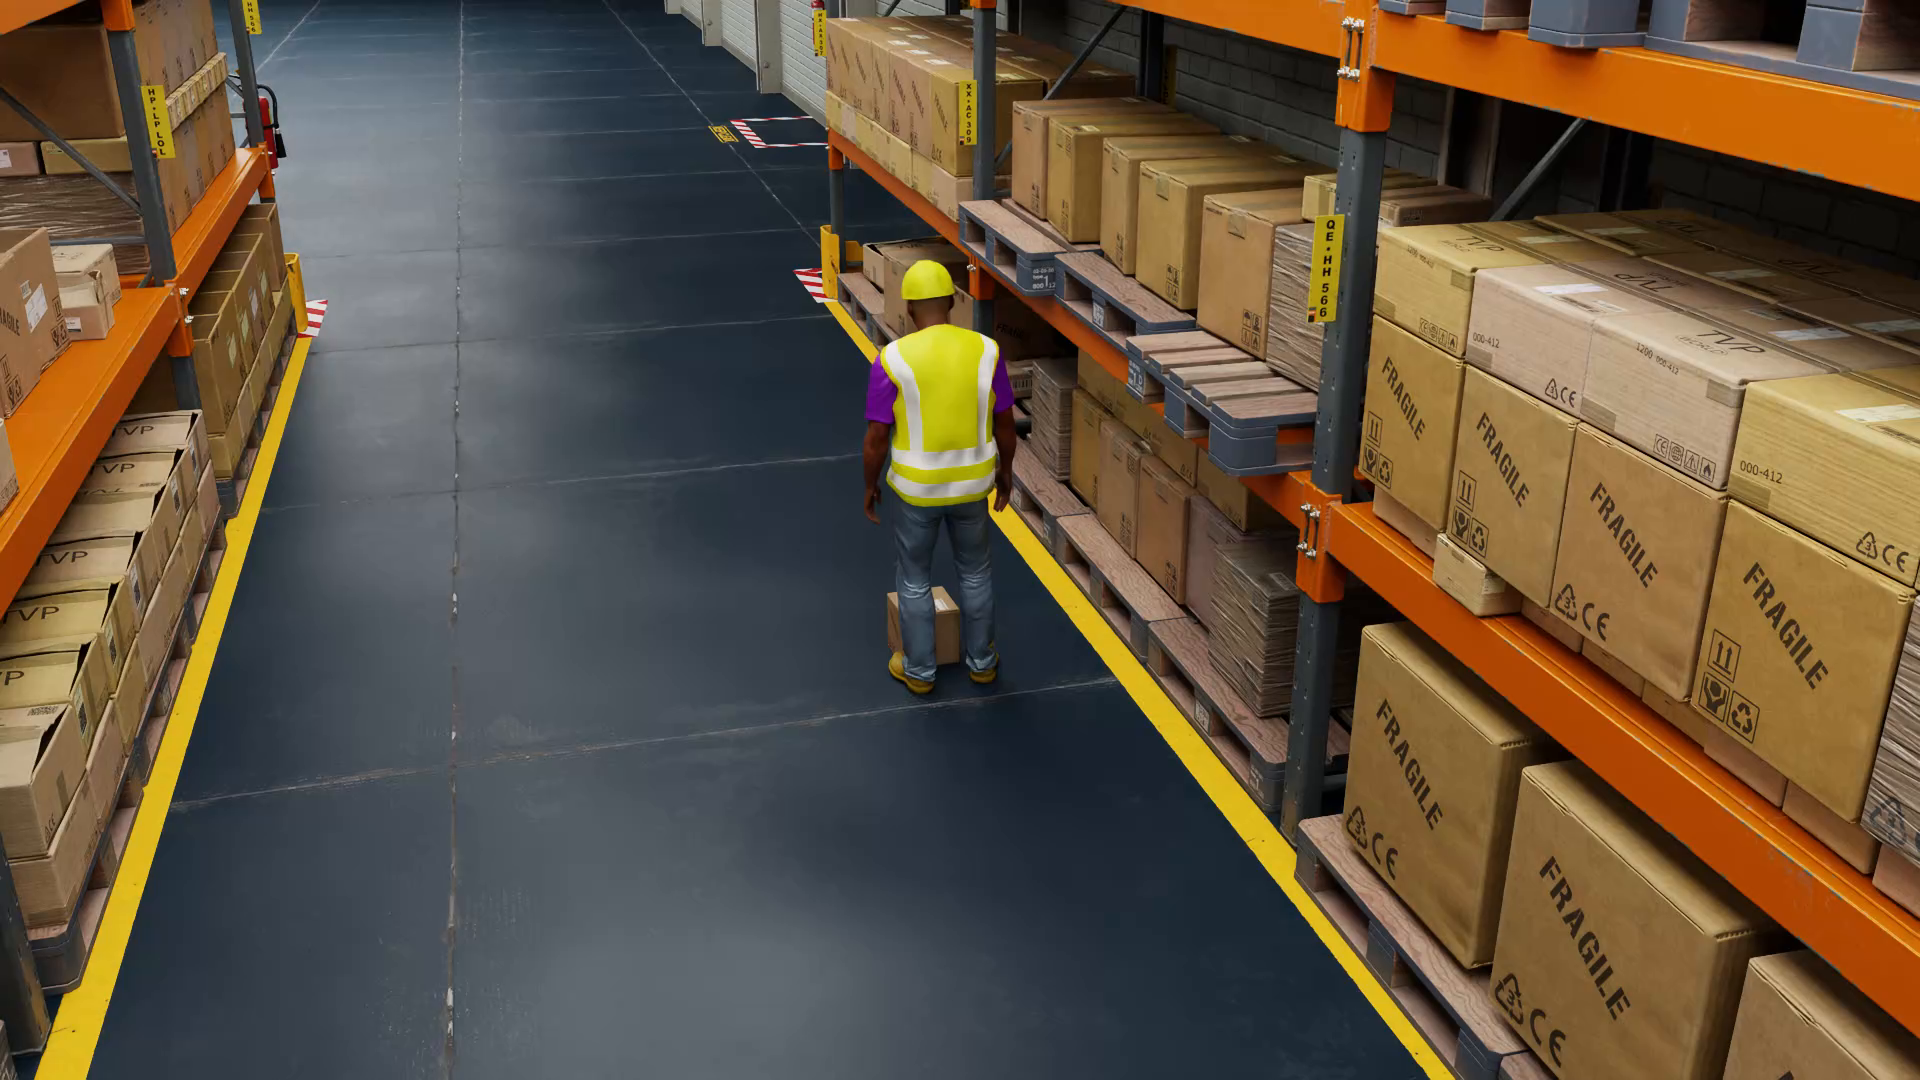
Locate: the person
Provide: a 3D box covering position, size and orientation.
[{"bbox_3d":[-0.080,-0.236,6.631,0.630,1.761,0.458,-7,24,-17],"label":"person"}]
